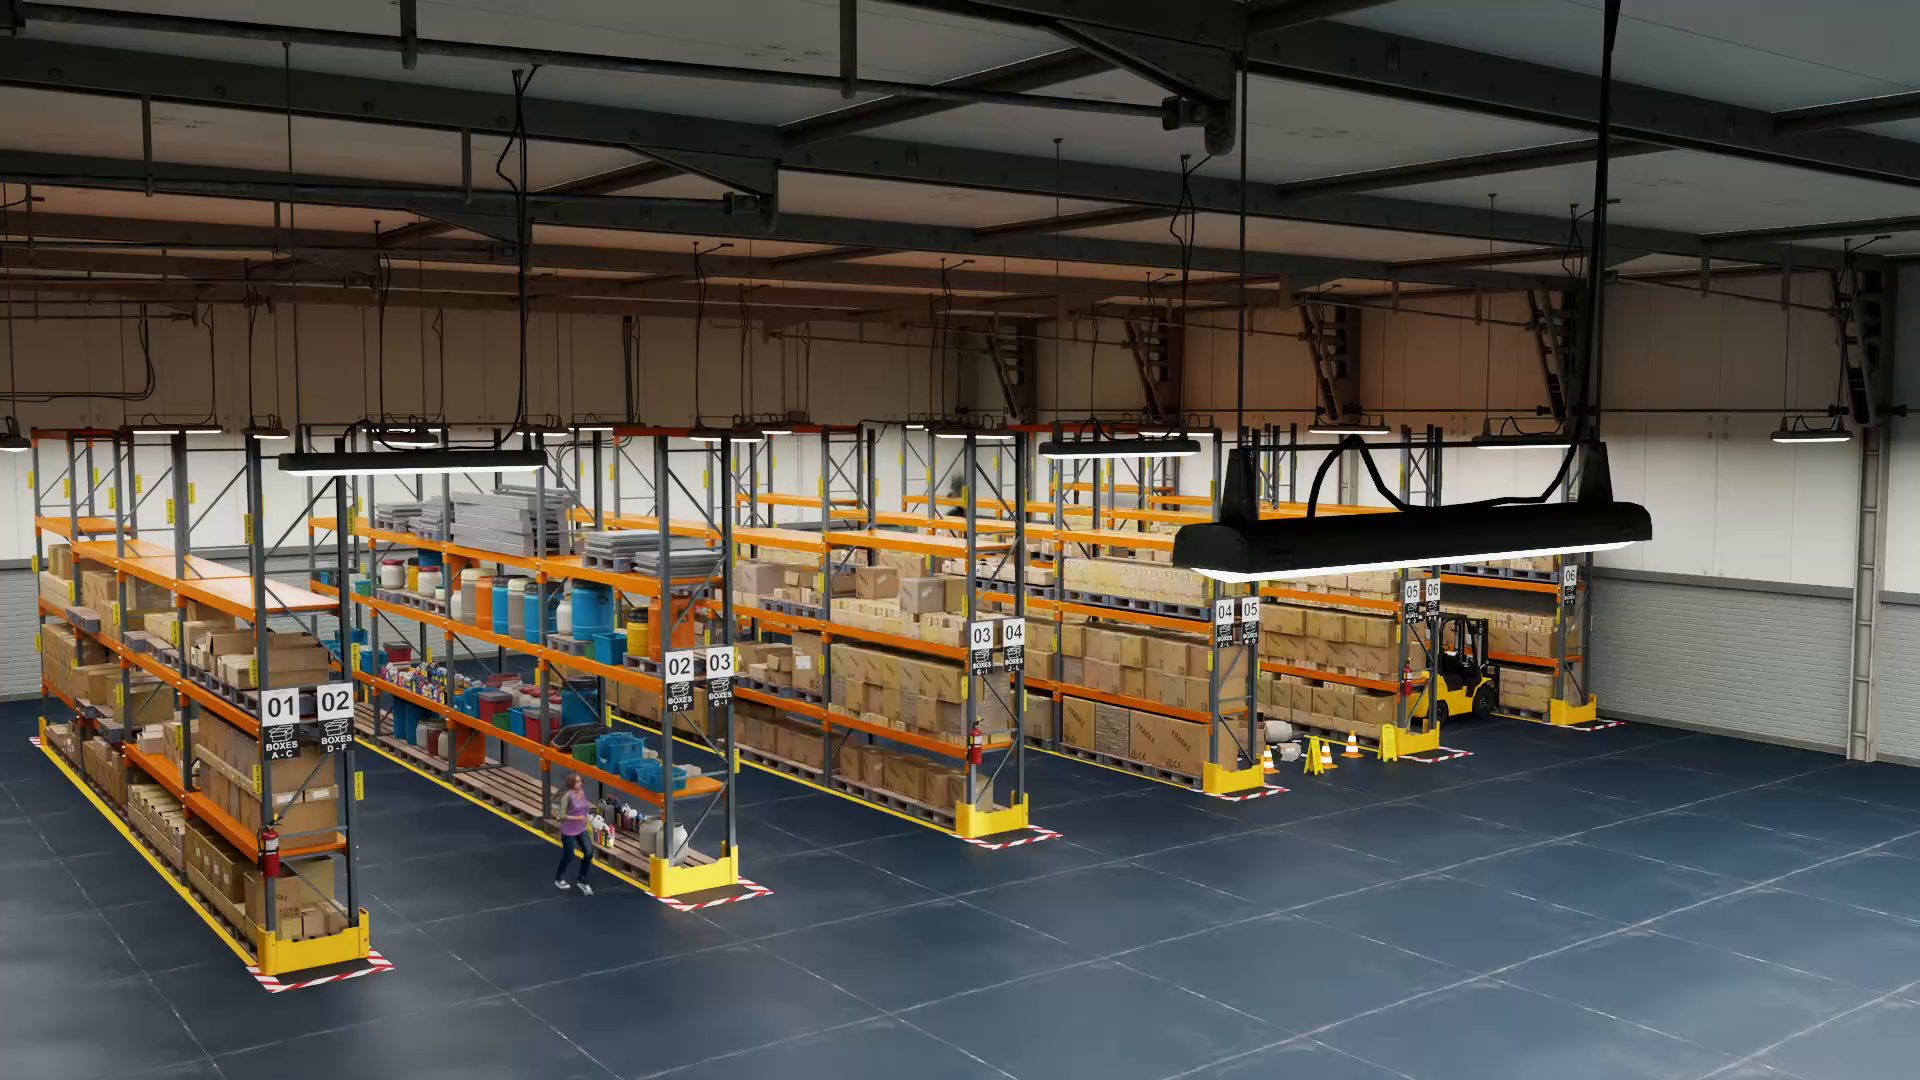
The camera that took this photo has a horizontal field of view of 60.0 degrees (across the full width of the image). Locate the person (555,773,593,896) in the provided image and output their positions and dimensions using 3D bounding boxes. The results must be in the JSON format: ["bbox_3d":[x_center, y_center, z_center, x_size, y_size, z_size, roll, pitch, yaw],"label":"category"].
[{"bbox_3d":[-5.037,3.842,21.673,0.707,1.641,0.526,3,6,36],"label":"person"}]

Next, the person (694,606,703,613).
[{"bbox_3d":[-6.265,2.378,39.283,0.710,1.743,0.891,-2,5,-20],"label":"person"}]
